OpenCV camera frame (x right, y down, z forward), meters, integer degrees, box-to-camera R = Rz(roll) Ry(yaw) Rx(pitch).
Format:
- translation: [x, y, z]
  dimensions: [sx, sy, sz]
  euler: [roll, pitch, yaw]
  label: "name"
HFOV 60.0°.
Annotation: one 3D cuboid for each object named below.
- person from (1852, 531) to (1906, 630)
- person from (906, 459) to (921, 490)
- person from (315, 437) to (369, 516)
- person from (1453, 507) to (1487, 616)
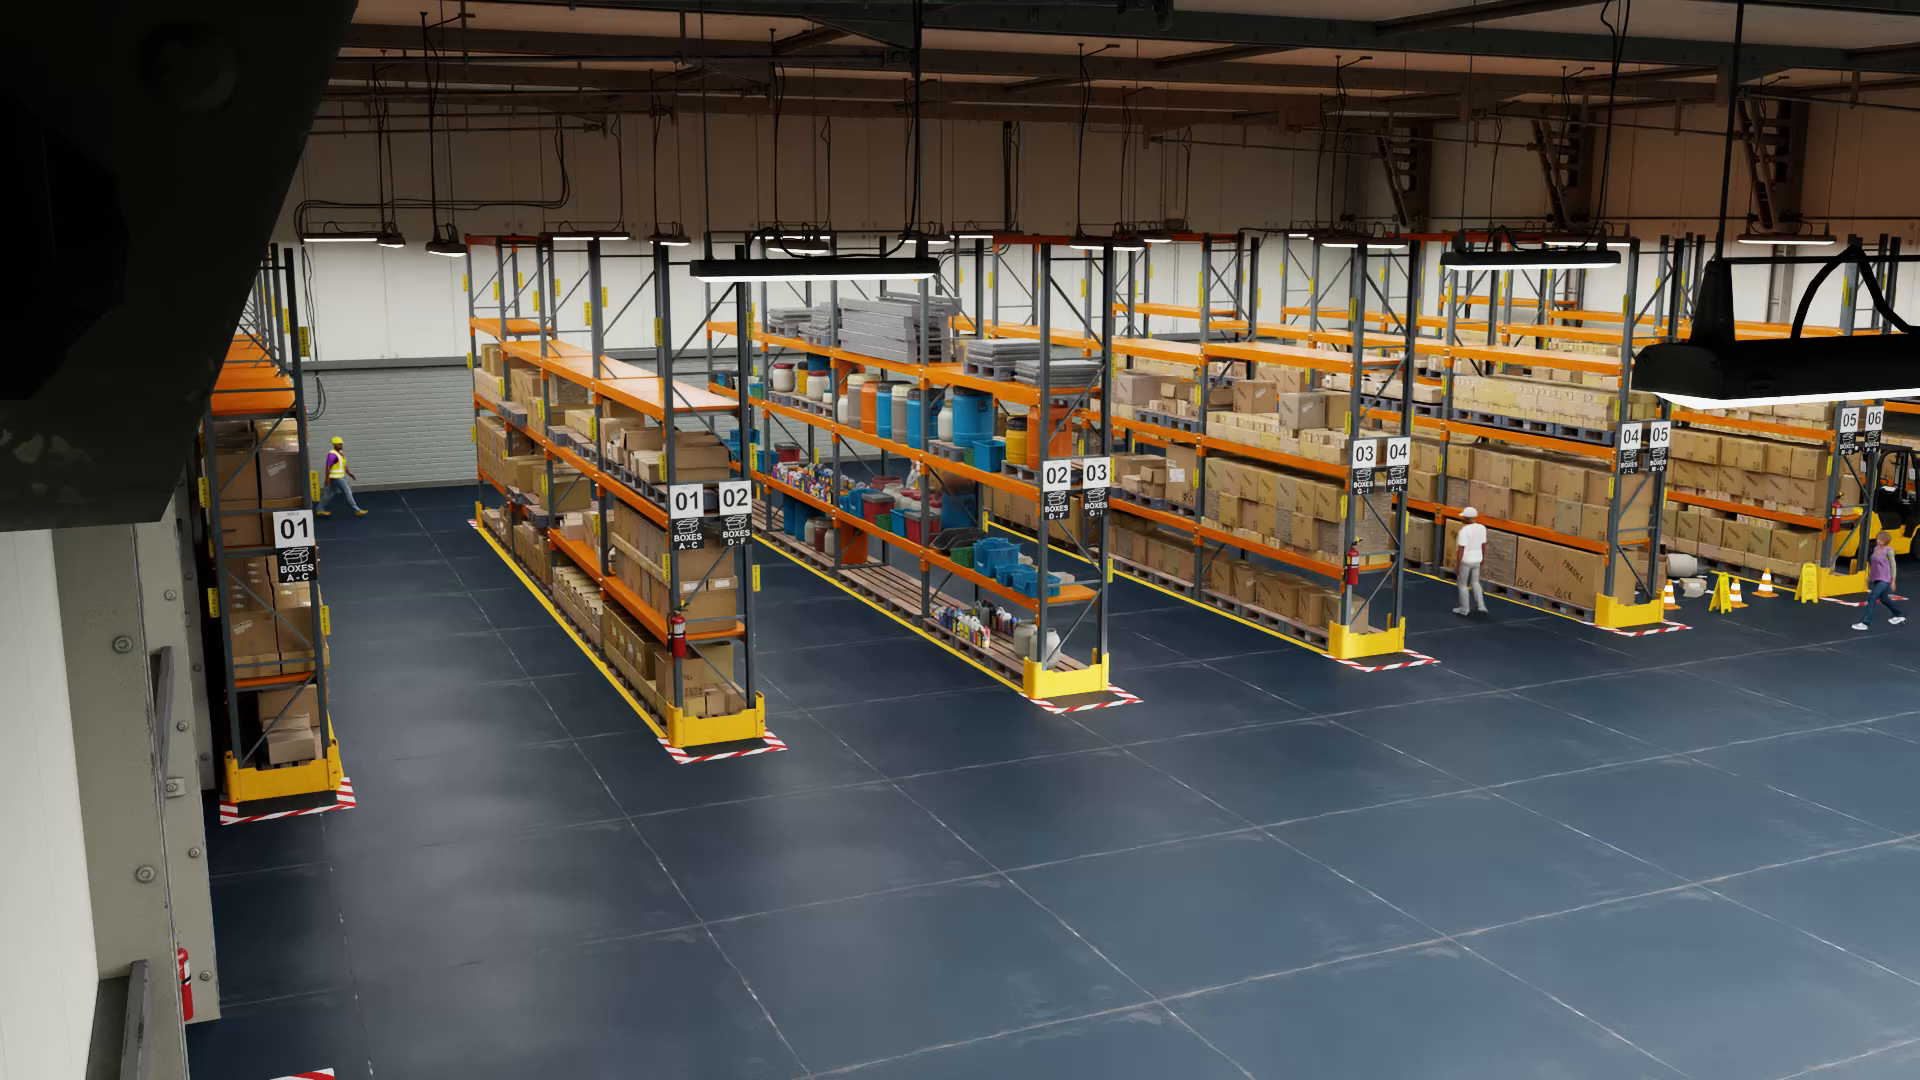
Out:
- translation: [14.325, 0.622, 25.806]
  dimensions: [0.967, 1.538, 0.417]
  euler: [-1, 11, -6]
  label: "person"
- translation: [-0.872, -1.510, 36.211]
  dimensions: [0.467, 1.791, 0.602]
  euler: [9, 14, 38]
  label: "person"
- translation: [-13.255, -1.356, 35.554]
  dimensions: [1.095, 1.709, 0.564]
  euler: [-3, 11, -15]
  label: "person"
- translation: [8.208, 0.348, 26.743]
  dimensions: [0.589, 1.765, 0.548]
  euler: [-5, 12, -24]
  label: "person"
